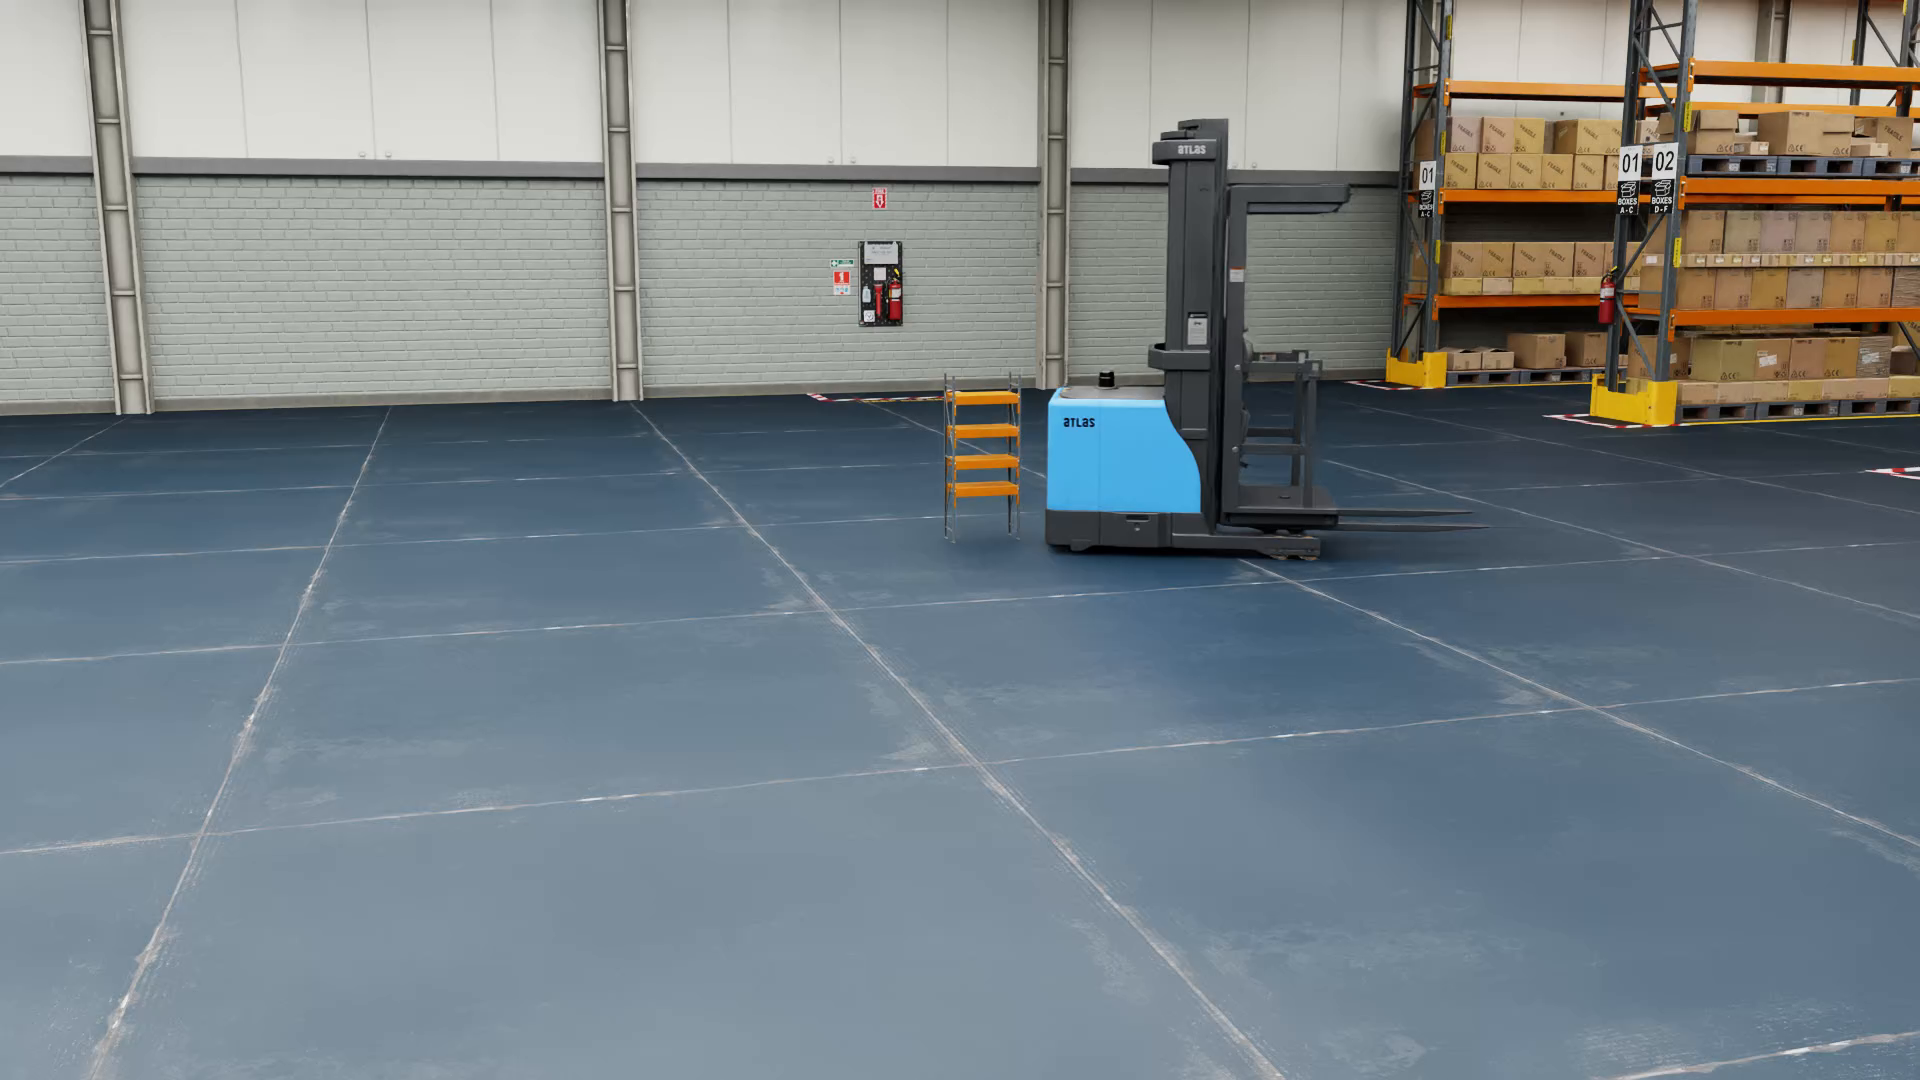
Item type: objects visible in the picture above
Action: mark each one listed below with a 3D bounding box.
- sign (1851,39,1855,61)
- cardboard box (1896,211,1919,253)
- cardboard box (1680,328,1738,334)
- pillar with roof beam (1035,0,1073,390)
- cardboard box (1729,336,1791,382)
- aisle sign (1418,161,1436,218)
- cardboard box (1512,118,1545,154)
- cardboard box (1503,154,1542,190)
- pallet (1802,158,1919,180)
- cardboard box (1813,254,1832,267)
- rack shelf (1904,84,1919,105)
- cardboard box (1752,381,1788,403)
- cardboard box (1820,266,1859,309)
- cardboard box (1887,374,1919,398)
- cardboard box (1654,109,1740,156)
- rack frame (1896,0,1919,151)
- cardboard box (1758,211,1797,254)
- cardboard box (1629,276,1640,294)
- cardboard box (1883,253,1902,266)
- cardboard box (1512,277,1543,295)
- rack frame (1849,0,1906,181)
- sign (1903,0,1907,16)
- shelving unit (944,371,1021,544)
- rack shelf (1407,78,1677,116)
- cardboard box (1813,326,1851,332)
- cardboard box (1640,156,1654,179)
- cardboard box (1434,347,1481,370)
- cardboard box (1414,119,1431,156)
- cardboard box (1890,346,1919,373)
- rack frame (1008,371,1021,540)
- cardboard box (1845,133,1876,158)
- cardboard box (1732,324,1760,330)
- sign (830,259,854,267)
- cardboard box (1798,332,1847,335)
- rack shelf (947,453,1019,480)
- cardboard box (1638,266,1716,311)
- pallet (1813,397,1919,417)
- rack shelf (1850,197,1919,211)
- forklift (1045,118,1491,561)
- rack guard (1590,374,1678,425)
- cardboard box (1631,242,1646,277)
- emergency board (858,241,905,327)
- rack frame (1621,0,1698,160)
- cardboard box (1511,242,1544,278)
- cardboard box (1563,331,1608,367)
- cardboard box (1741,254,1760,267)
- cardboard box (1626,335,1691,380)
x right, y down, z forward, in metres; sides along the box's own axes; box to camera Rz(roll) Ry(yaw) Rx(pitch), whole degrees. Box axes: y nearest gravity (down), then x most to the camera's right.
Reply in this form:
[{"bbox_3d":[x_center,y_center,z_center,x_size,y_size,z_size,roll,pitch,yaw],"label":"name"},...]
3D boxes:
[{"bbox_3d":[14.168,-7.763,26.341,0.005,0.325,0.100,-3,11,-16],"label":"sign"},{"bbox_3d":[11.450,-3.779,20.429,0.500,0.500,0.700,-3,11,-16],"label":"cardboard box"},{"bbox_3d":[11.671,-3.038,25.954,0.500,0.500,0.700,-3,11,-17],"label":"cardboard box"},{"bbox_3d":[2.519,-5.858,19.013,0.400,9.000,9.100,-3,11,-16],"label":"pillar with roof beam"},{"bbox_3d":[9.567,-2.178,19.954,0.500,0.500,0.500,-3,11,-16],"label":"cardboard box"},{"bbox_3d":[6.661,-4.997,23.722,0.004,0.787,0.394,-3,11,-16],"label":"aisle sign"},{"bbox_3d":[8.068,-5.822,24.006,0.500,0.500,0.500,-3,11,-14],"label":"cardboard box"},{"bbox_3d":[8.060,-5.329,24.095,0.500,0.500,0.500,-2,11,-13],"label":"cardboard box"},{"bbox_3d":[11.063,-4.499,20.161,1.213,0.211,1.003,-3,11,-16],"label":"pallet"},{"bbox_3d":[10.200,-3.355,19.916,0.250,0.149,0.380,-3,11,-14],"label":"cardboard box"},{"bbox_3d":[13.795,-5.616,20.792,4.000,0.370,1.077,-3,11,-16],"label":"rack shelf"},{"bbox_3d":[9.570,-1.807,20.011,0.500,0.250,0.500,-3,11,-16],"label":"cardboard box"},{"bbox_3d":[10.463,-3.088,20.262,0.500,0.500,0.700,-3,11,-15],"label":"cardboard box"},{"bbox_3d":[11.490,-1.908,20.561,0.500,0.250,0.500,-3,11,-16],"label":"cardboard box"},{"bbox_3d":[8.587,-4.743,19.407,0.637,0.503,0.797,-2,11,-12],"label":"cardboard box"},{"bbox_3d":[11.875,-6.066,20.141,0.127,3.000,1.000,-3,11,-16],"label":"rack frame"},{"bbox_3d":[9.524,-3.677,19.878,0.500,0.500,0.700,-3,11,-16],"label":"cardboard box"},{"bbox_3d":[10.116,-3.836,24.956,0.500,0.250,0.500,-3,11,-16],"label":"cardboard box"},{"bbox_3d":[11.185,-3.407,20.199,0.250,0.149,0.380,-3,11,-18],"label":"cardboard box"},{"bbox_3d":[8.189,-3.733,24.398,0.500,0.250,0.500,-3,11,-17],"label":"cardboard box"},{"bbox_3d":[14.327,-7.129,25.917,0.127,3.000,1.000,-3,11,-16],"label":"rack frame"},{"bbox_3d":[11.712,-6.658,20.558,0.005,0.325,0.100,-3,11,-16],"label":"sign"},{"bbox_3d":[0.159,-0.598,11.983,0.503,1.200,0.258,-3,11,-16],"label":"shelving unit"},{"bbox_3d":[8.566,-6.470,24.333,4.000,0.370,1.077,-3,11,-16],"label":"rack shelf"},{"bbox_3d":[13.650,-3.120,26.399,0.500,0.500,0.700,-3,11,-15],"label":"cardboard box"},{"bbox_3d":[10.068,-5.442,24.705,0.500,0.500,0.500,-3,11,-14],"label":"cardboard box"},{"bbox_3d":[7.335,-2.687,24.570,0.500,0.311,0.500,-4,11,-22],"label":"cardboard box"},{"bbox_3d":[6.987,-5.867,24.253,0.500,0.500,0.500,-3,11,-13],"label":"cardboard box"},{"bbox_3d":[12.183,-2.316,21.226,0.500,0.311,0.500,-3,11,-16],"label":"cardboard box"},{"bbox_3d":[0.393,-0.611,12.050,0.015,1.200,0.240,-3,11,-16],"label":"rack frame"},{"bbox_3d":[10.799,-4.815,20.332,0.500,0.311,0.500,-4,11,-19],"label":"cardboard box"},{"bbox_3d":[12.109,-3.422,25.968,0.500,0.250,0.500,-3,11,-18],"label":"cardboard box"},{"bbox_3d":[-1.621,-3.804,22.865,0.331,0.109,0.001,-3,11,-16],"label":"sign"},{"bbox_3d":[10.864,-2.343,20.850,0.500,0.500,0.500,-3,11,-16],"label":"cardboard box"},{"bbox_3d":[0.159,-0.532,11.996,0.480,0.148,0.258,-3,11,-16],"label":"rack shelf"},{"bbox_3d":[8.486,-2.983,19.691,0.500,0.500,0.700,-3,11,-16],"label":"cardboard box"},{"bbox_3d":[11.099,-1.711,20.757,1.213,0.211,1.003,-3,11,-16],"label":"pallet"},{"bbox_3d":[16.247,-5.401,26.803,4.000,0.370,1.077,-3,11,-16],"label":"rack shelf"},{"bbox_3d":[2.145,-1.403,11.572,3.031,2.935,1.130,1,10,6],"label":"forklift"},{"bbox_3d":[8.011,-1.682,19.804,0.348,0.500,1.175,-3,11,-16],"label":"rack guard"},{"bbox_3d":[10.119,-4.203,24.882,0.500,0.500,0.500,-3,11,-16],"label":"cardboard box"},{"bbox_3d":[-1.068,-3.538,22.978,0.643,1.169,0.194,-3,11,-16],"label":"emergency board"},{"bbox_3d":[8.034,-5.863,19.041,0.127,3.000,1.000,-3,11,-16],"label":"rack frame"},{"bbox_3d":[8.163,-4.099,24.315,0.500,0.500,0.500,-3,11,-18],"label":"cardboard box"},{"bbox_3d":[9.501,-2.904,25.224,0.500,0.500,0.500,-4,11,-20],"label":"cardboard box"},{"bbox_3d":[9.207,-3.302,19.631,0.250,0.149,0.380,-3,11,-17],"label":"cardboard box"},{"bbox_3d":[8.466,-2.215,20.156,0.500,0.500,0.500,-3,11,-16],"label":"cardboard box"}]
